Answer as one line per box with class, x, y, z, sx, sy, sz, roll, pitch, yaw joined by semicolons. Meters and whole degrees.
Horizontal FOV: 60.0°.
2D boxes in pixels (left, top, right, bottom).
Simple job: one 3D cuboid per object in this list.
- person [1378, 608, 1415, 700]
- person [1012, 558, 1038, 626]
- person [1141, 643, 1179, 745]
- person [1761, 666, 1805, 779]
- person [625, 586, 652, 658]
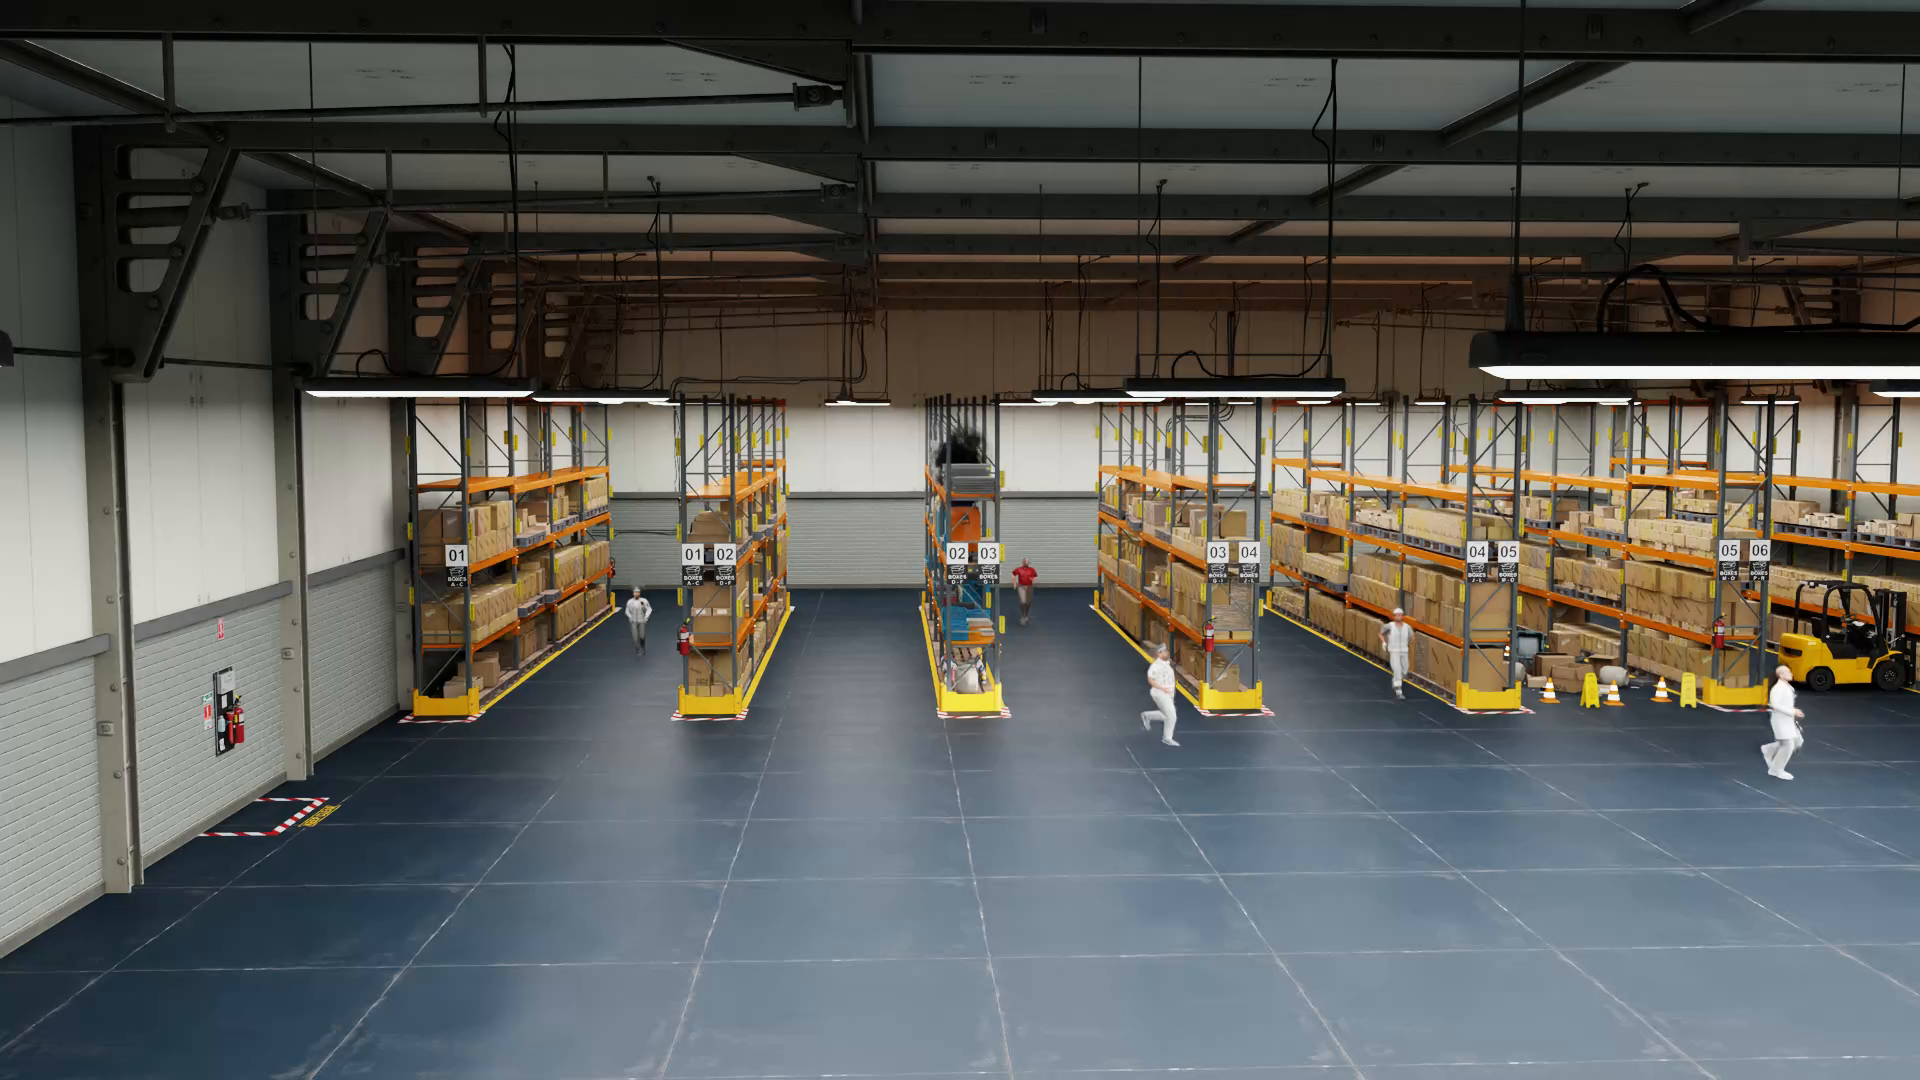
person;8.657;2.230;32.878;0.667;1.768;0.963;0;5;-5
person;1.742;1.373;44.267;0.637;1.801;0.802;-1;5;-15
person;3.460;2.633;28.466;0.668;1.749;0.679;2;5;24
person;12.775;2.820;25.805;0.647;1.743;0.754;4;6;39
person;-7.386;1.886;38.064;0.559;1.647;0.528;0;5;-6
